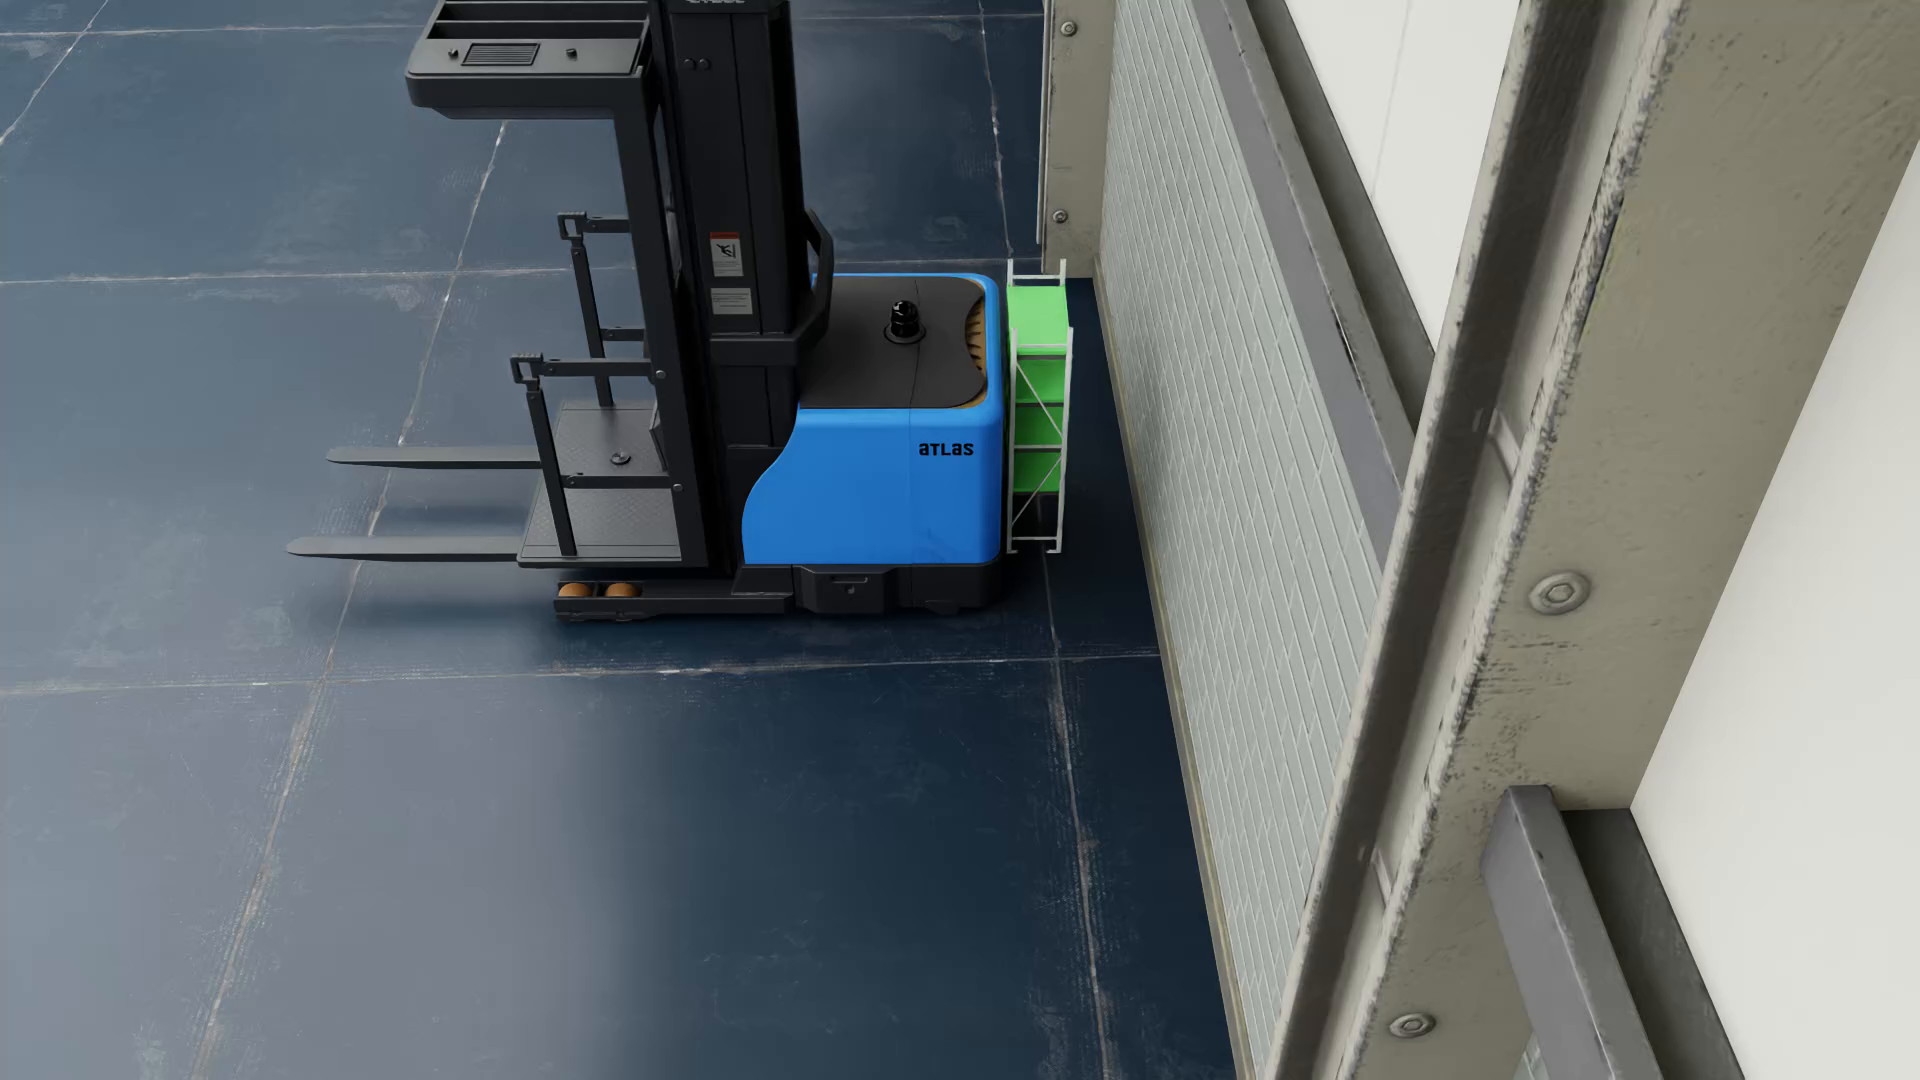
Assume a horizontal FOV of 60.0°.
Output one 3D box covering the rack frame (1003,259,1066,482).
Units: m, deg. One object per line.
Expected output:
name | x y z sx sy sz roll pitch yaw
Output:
rack frame | 0.319 -0.718 7.295 0.240 1.200 0.015 0 43 0

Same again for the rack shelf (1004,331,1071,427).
rack shelf | 0.322 -0.683 6.996 0.258 0.148 0.480 0 43 0

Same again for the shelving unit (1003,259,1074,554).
shelving unit | 0.322 -0.553 7.115 0.258 1.200 0.503 0 43 0

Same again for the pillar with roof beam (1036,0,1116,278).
pillar with roof beam | -3.715 -4.738 5.909 9.100 9.000 0.400 -2 43 -2

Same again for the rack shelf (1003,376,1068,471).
rack shelf | 0.322 -0.506 7.158 0.258 0.148 0.480 0 43 0

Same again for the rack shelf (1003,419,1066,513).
rack shelf | 0.322 -0.329 7.321 0.258 0.148 0.480 0 43 0

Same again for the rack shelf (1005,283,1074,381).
rack shelf | 0.322 -0.860 6.834 0.258 0.148 0.480 0 43 0

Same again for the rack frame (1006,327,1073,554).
rack frame | 0.325 -0.388 6.935 0.240 1.200 0.015 0 43 0

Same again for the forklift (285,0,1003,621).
forklift | -1.337 -1.096 6.427 3.031 2.935 1.130 0 43 0
